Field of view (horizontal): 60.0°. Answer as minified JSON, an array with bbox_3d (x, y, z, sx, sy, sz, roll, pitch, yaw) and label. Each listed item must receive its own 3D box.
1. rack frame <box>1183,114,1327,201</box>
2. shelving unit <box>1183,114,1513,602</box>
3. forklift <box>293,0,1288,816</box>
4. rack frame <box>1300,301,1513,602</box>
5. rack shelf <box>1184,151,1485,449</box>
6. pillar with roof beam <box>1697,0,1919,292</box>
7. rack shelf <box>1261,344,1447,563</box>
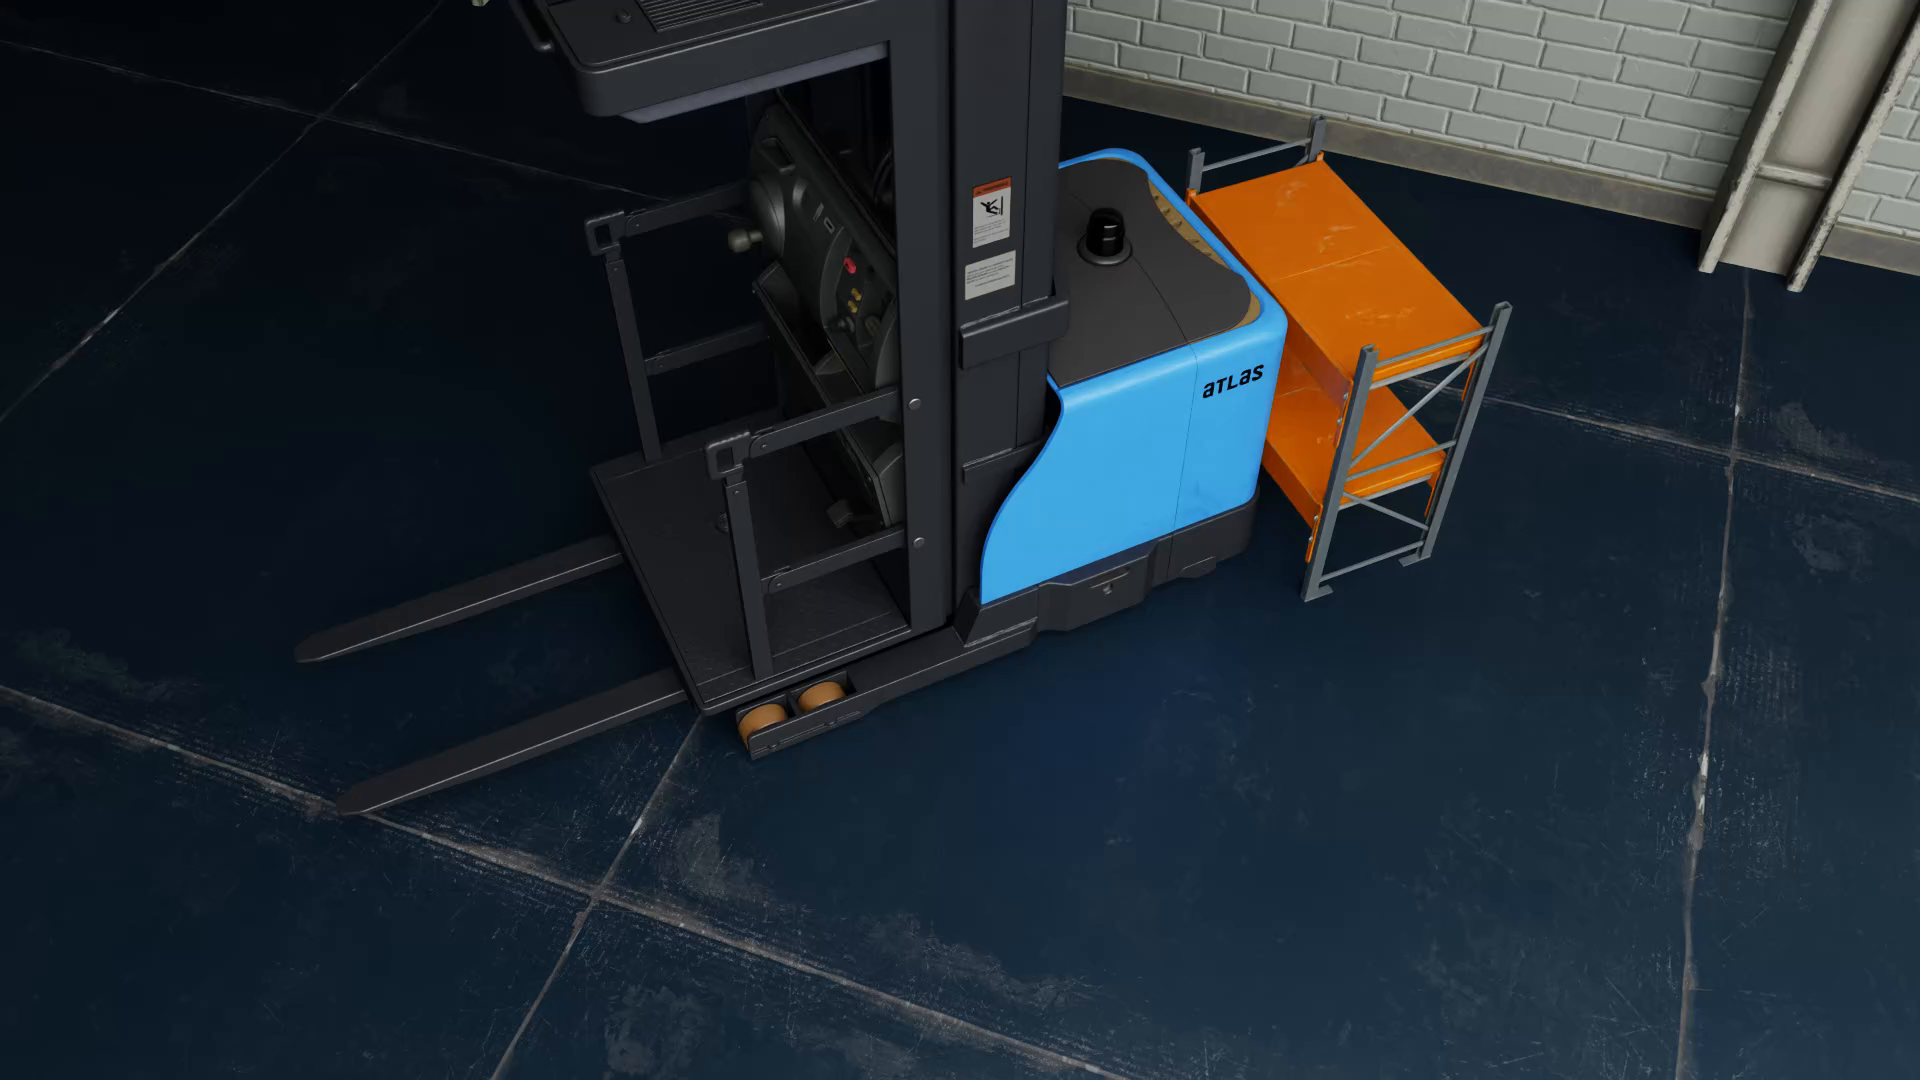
[{"bbox_3d":[0.970,-0.949,5.828,0.500,1.125,0.032,-18,52,-15],"label":"rack frame"},{"bbox_3d":[1.174,-0.597,5.523,0.538,1.125,1.048,-18,52,-15],"label":"shelving unit"},{"bbox_3d":[-0.564,-0.752,4.462,3.031,2.935,1.130,-20,52,-17],"label":"forklift"},{"bbox_3d":[1.377,-0.246,5.218,0.500,1.125,0.032,-18,52,-15],"label":"rack frame"},{"bbox_3d":[1.174,-0.789,5.302,0.538,0.278,1.000,-18,52,-15],"label":"rack shelf"},{"bbox_3d":[1.714,-1.038,0.695,0.400,9.000,9.100,16,51,13],"label":"pillar with roof beam"},{"bbox_3d":[1.173,-0.437,5.708,0.538,0.278,1.000,-18,52,-15],"label":"rack shelf"}]
